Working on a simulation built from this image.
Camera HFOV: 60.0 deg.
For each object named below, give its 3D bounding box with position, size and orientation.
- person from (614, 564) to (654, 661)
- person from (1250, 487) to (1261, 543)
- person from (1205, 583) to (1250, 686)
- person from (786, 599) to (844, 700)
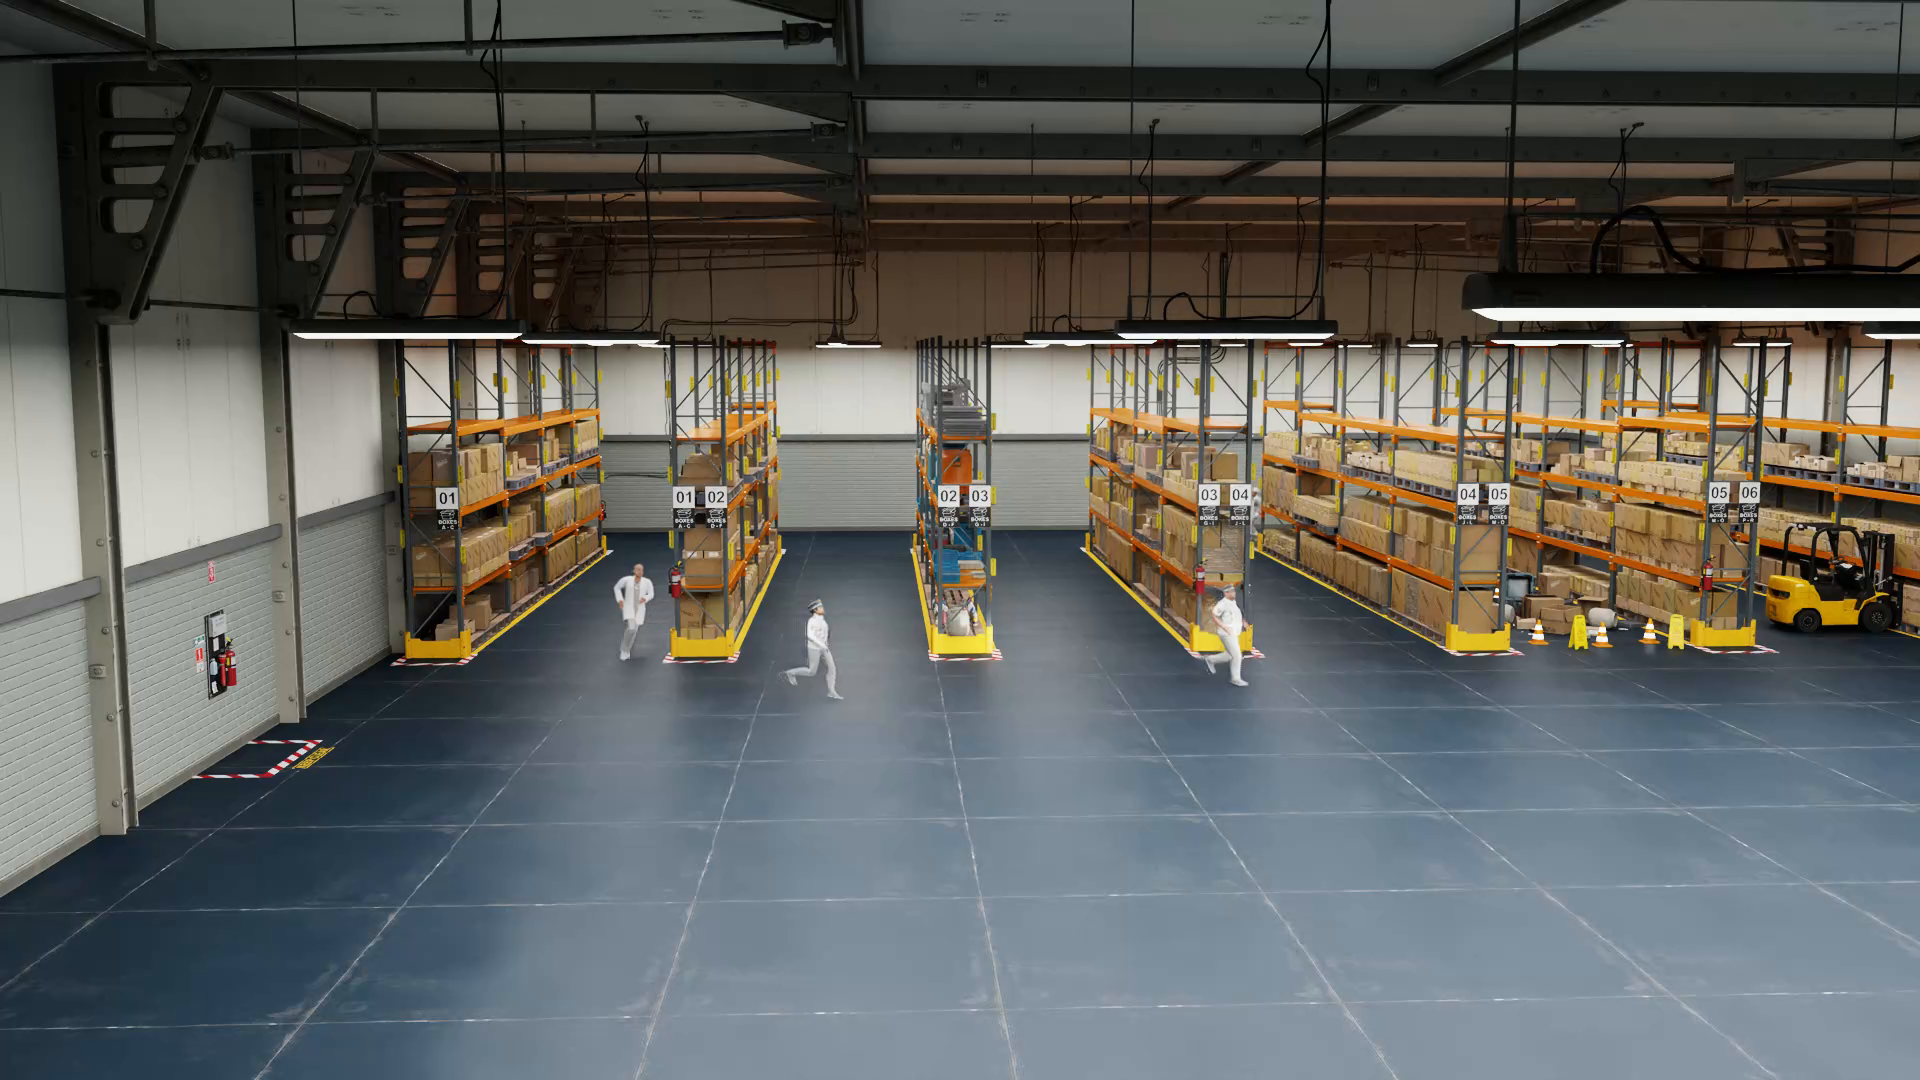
[{"bbox_3d":[-6.063,1.342,31.075,0.681,1.788,0.722,-3,7,-27],"label":"person"},{"bbox_3d":[8.629,-0.700,49.096,0.625,1.762,0.775,-1,7,-6],"label":"person"},{"bbox_3d":[4.597,1.614,28.681,0.833,1.775,0.663,3,7,28],"label":"person"},{"bbox_3d":[-2.390,1.803,27.488,0.976,1.689,0.597,2,7,20],"label":"person"}]
